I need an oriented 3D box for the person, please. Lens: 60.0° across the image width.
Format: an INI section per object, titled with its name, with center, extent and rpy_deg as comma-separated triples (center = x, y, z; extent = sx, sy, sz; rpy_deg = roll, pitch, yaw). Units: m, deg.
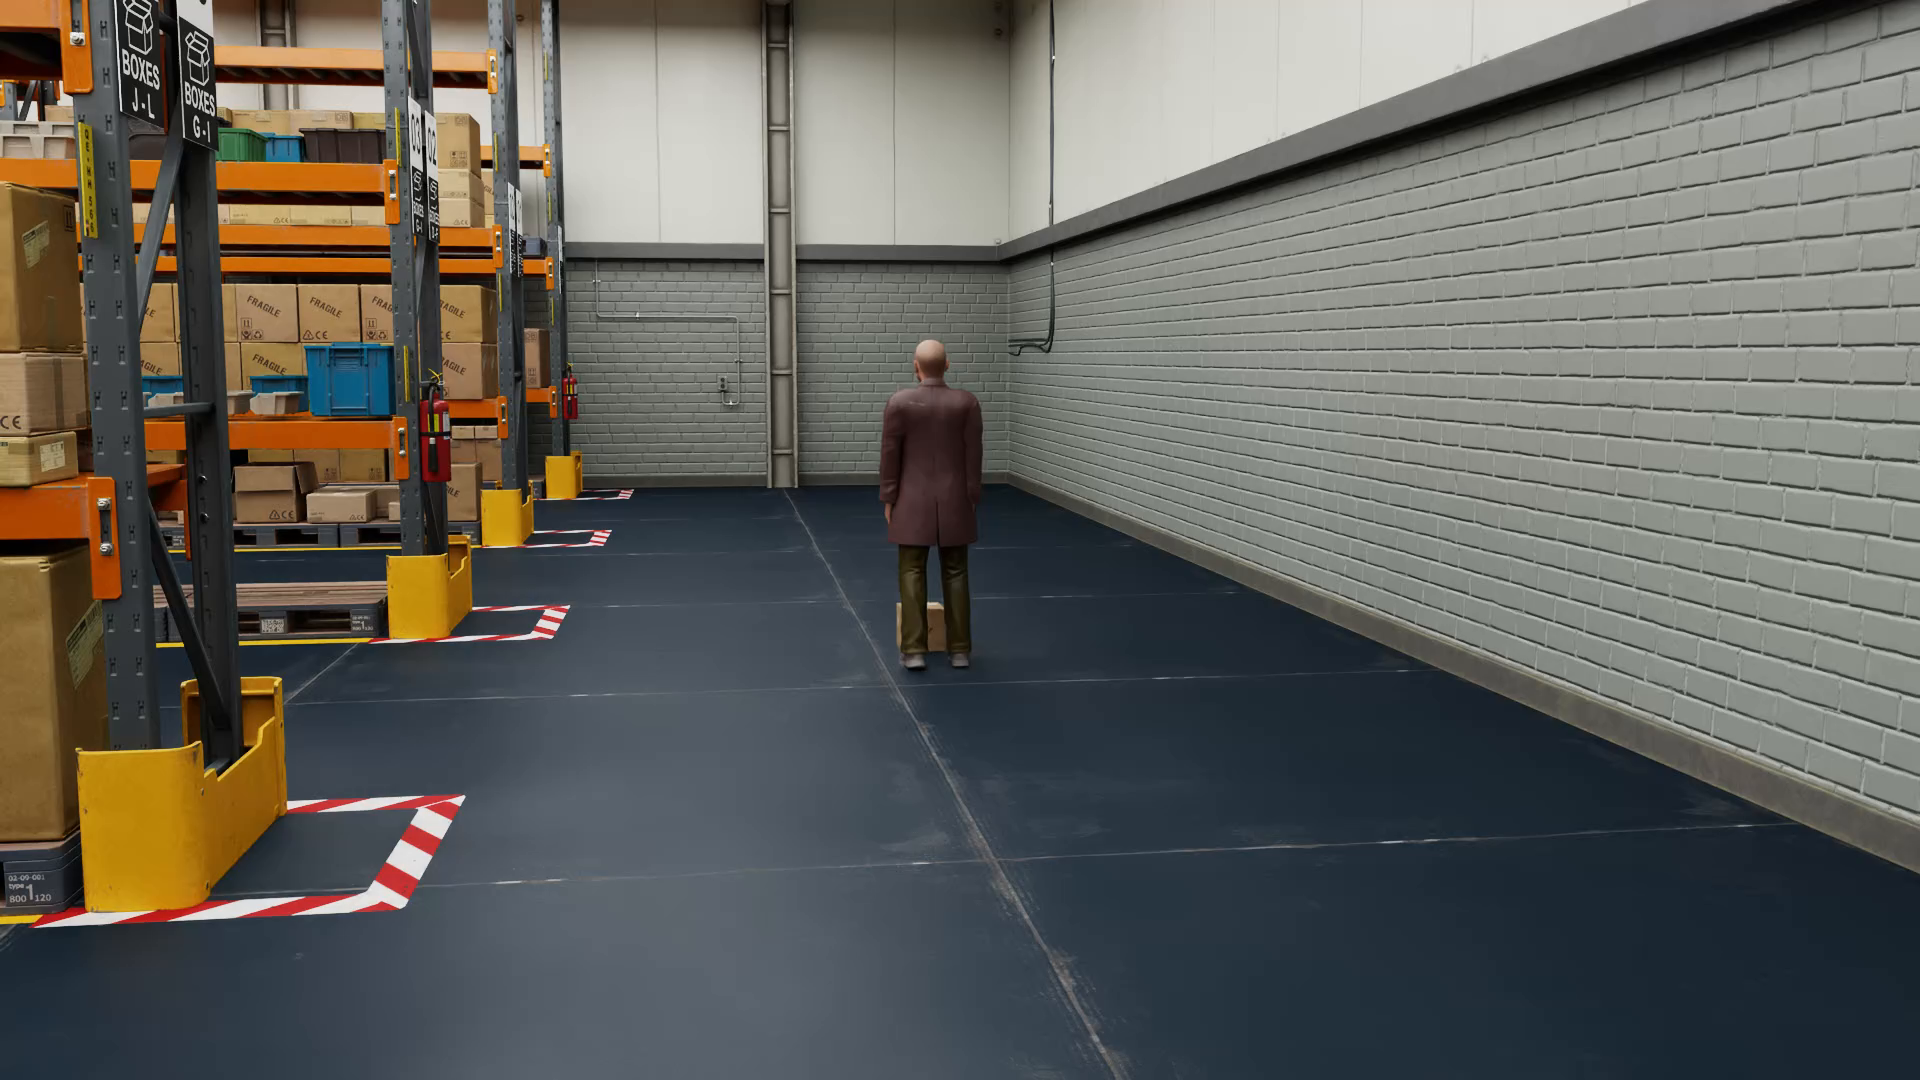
[person]
center = -0.172, -0.137, 9.077
extent = 0.607, 1.662, 0.502
rpy_deg = -1, 6, -7
